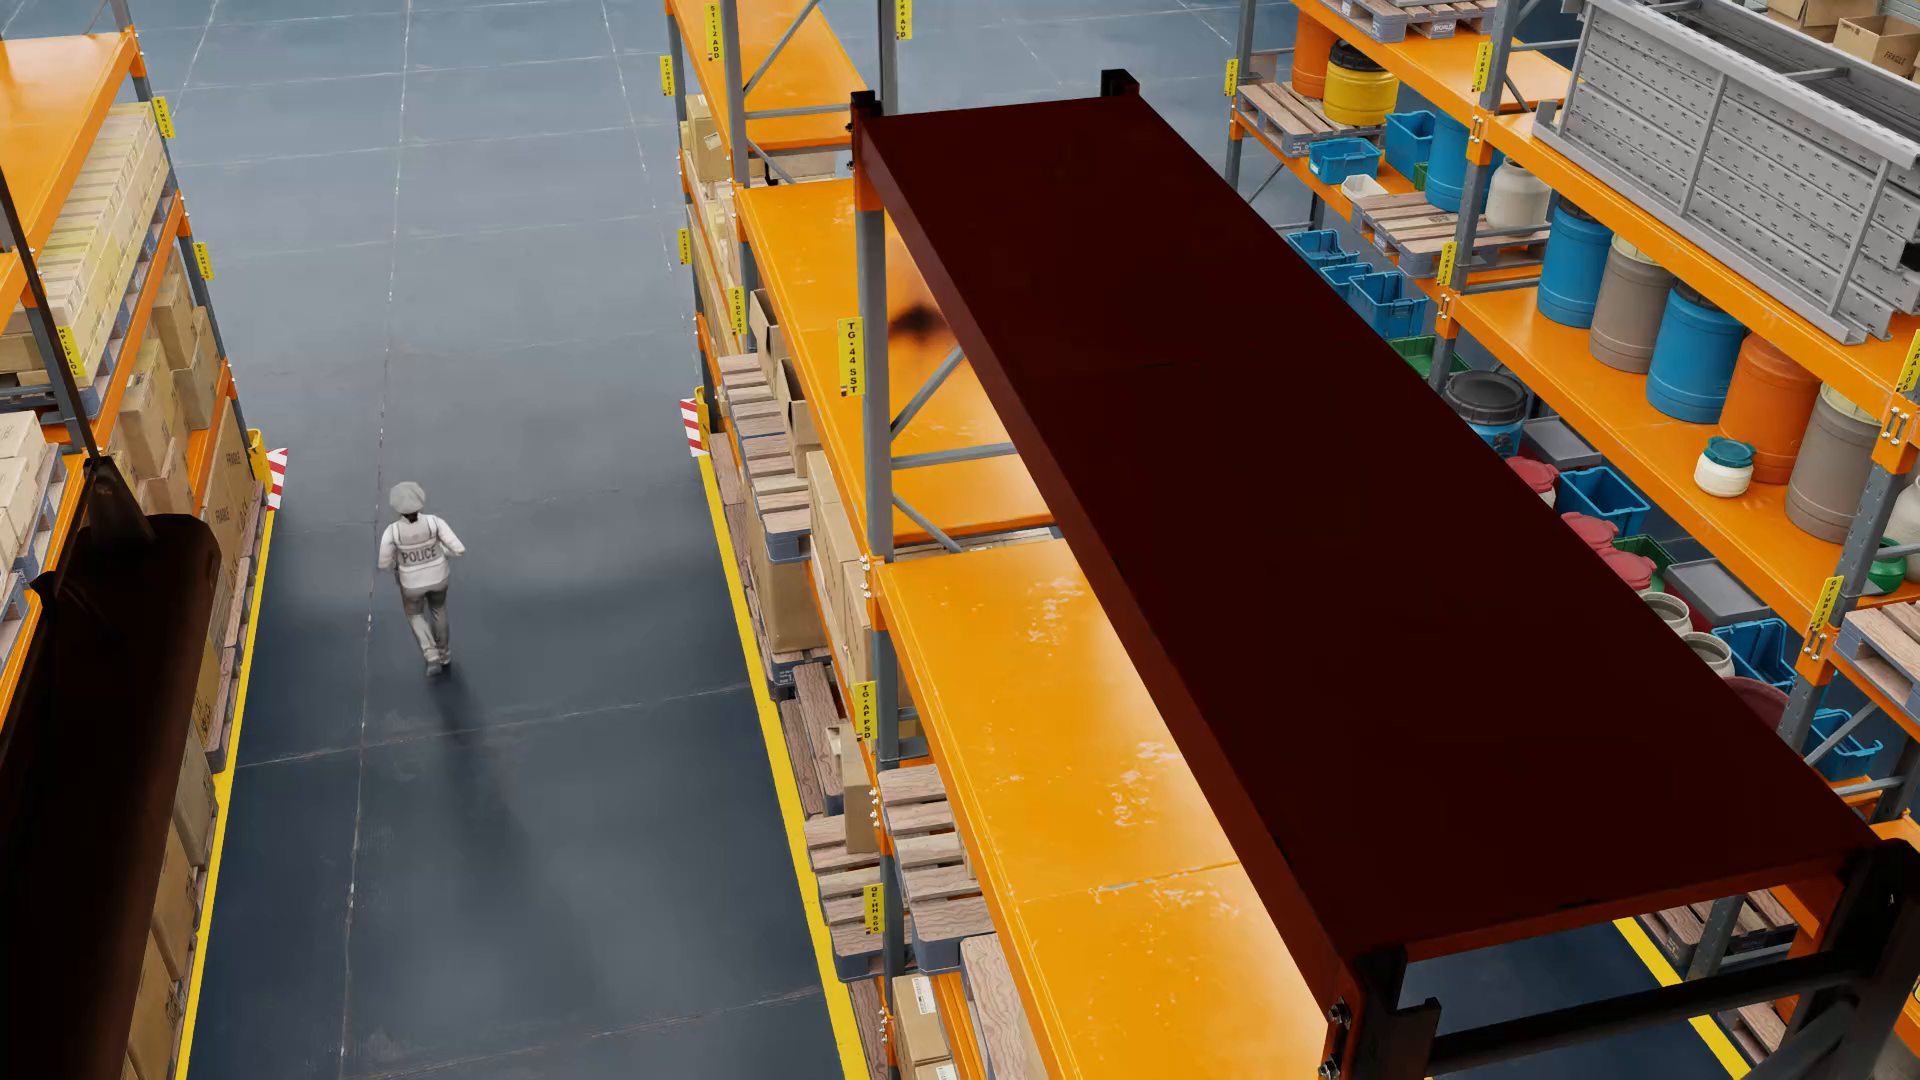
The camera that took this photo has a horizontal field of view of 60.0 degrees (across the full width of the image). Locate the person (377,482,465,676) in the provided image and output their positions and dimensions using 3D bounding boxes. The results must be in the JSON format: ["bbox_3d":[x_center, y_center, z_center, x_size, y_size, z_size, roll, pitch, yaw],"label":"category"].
[{"bbox_3d":[-3.920,0.294,12.203,0.616,1.649,0.610,-16,37,-21],"label":"person"}]
